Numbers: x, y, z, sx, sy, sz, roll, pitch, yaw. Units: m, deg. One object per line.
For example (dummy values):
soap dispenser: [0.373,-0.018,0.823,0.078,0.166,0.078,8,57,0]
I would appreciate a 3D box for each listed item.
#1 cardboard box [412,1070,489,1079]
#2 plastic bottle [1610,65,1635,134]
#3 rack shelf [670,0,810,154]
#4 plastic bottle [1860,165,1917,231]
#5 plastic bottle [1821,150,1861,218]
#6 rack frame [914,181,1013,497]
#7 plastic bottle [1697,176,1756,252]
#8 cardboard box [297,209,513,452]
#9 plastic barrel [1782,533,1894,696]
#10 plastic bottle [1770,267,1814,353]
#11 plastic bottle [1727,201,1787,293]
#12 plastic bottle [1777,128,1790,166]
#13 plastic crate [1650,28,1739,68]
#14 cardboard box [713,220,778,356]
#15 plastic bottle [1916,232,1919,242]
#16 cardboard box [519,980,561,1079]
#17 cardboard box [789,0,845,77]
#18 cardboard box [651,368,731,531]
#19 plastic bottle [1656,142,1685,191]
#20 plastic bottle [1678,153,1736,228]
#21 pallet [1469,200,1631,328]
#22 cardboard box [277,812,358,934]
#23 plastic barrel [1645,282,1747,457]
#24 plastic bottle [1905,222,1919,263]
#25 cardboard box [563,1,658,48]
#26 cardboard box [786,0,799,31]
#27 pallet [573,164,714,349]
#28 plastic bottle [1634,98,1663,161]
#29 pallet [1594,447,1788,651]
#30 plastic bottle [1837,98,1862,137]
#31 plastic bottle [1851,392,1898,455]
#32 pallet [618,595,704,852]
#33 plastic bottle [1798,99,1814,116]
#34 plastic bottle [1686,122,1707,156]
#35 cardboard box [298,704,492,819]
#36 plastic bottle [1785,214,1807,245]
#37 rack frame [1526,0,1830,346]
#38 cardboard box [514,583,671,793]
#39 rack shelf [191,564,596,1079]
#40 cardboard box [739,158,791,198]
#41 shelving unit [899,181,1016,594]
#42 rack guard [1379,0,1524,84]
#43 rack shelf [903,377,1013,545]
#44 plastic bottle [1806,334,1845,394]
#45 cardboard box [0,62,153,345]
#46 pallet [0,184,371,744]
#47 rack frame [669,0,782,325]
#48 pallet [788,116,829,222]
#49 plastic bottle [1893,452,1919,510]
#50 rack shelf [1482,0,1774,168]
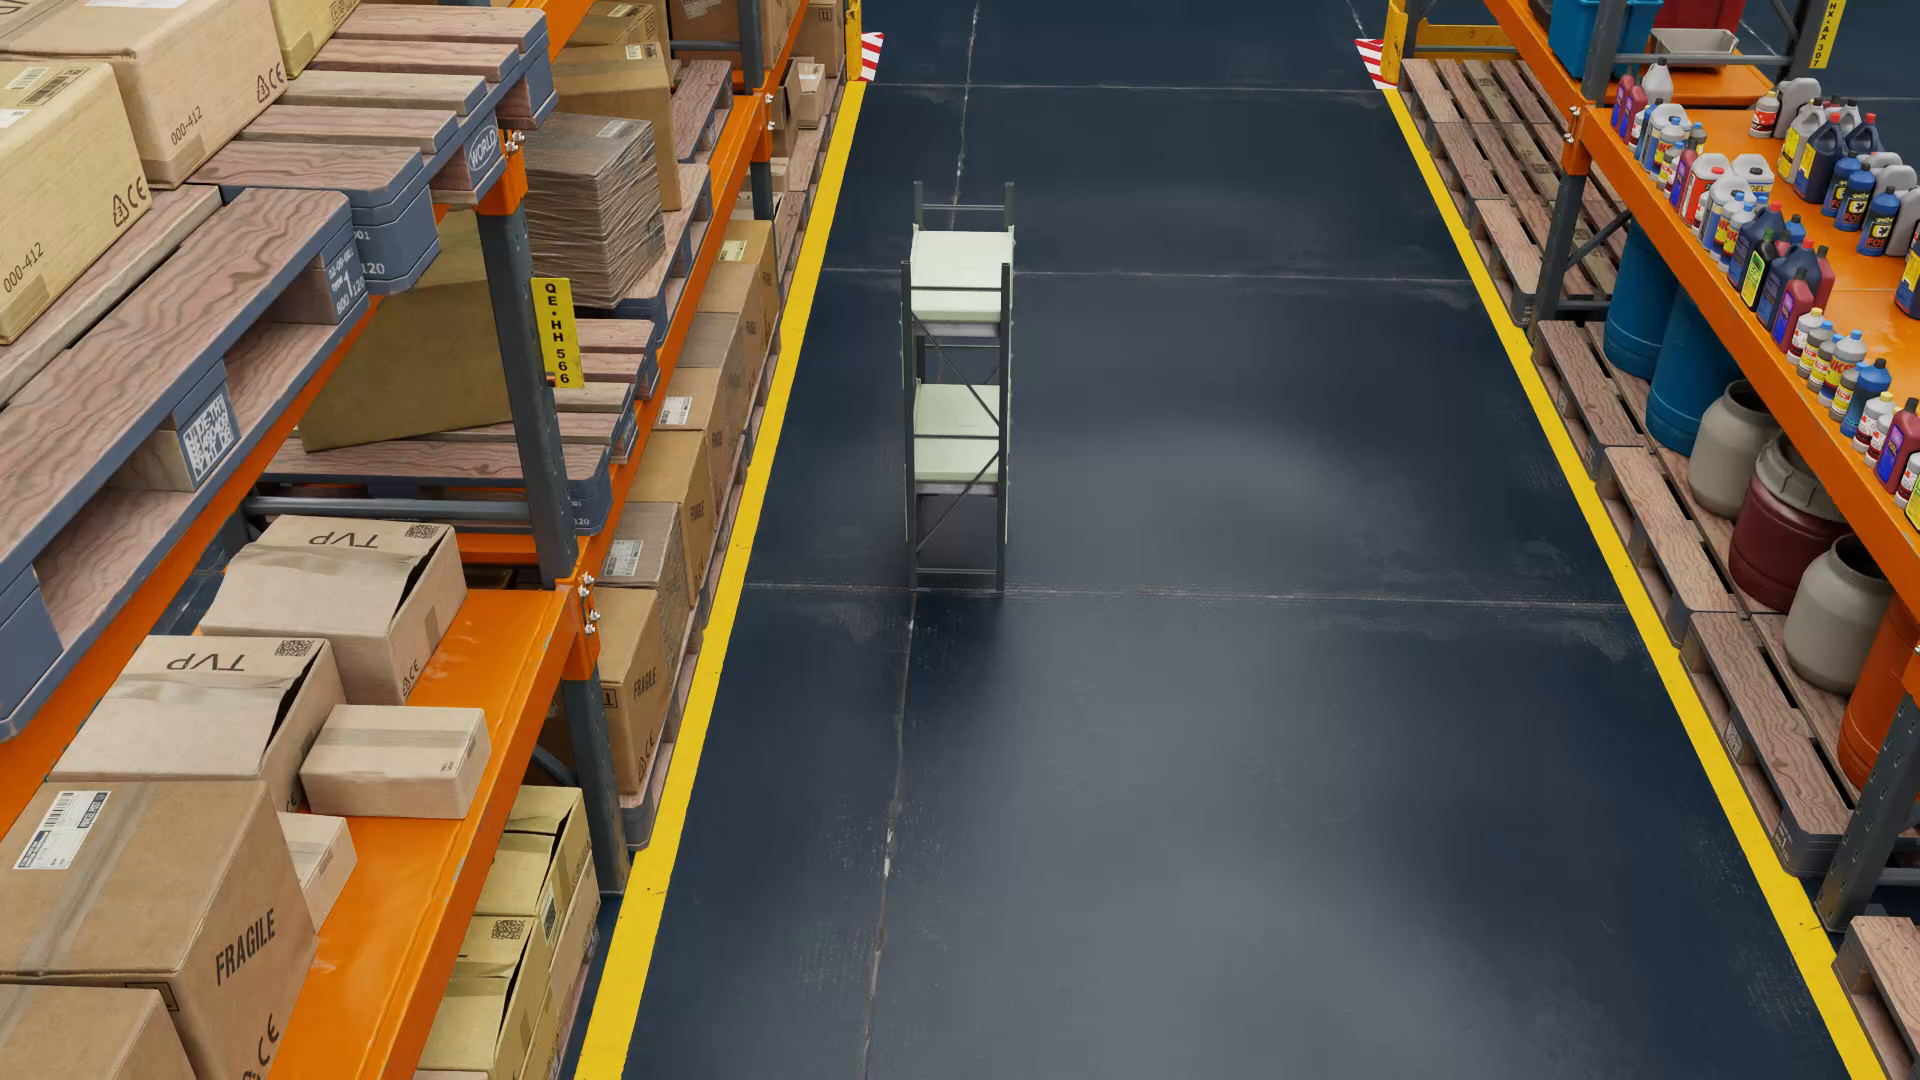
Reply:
cardboard box: [-1.433,1.536,3.994,0.500,0.311,0.500,1,35,2]
plastic bottle: [3.048,-2.016,7.611,0.061,0.283,0.133,1,35,2]
rack shelf: [-1.379,-3.236,9.871,1.077,0.370,4.000,1,35,2]
plastic bottle: [3.756,-1.403,6.745,0.152,0.276,0.135,1,35,2]
plastic bottle: [3.636,-1.471,6.846,0.097,0.271,0.097,0,35,0]
rack frame: [0.014,-0.820,7.112,0.400,1.500,0.023,1,35,2]
plastic bottle: [3.044,-1.291,6.587,0.152,0.276,0.135,1,35,2]
cardboard box: [-1.708,-0.660,5.128,0.700,0.500,0.500,-10,36,-14]
plastic barrel: [3.265,0.272,6.053,0.421,0.512,0.421,0,35,0]
plastic bottle: [2.965,-0.818,5.906,0.061,0.283,0.133,1,35,2]
plastic bottle: [3.025,-1.119,6.276,0.144,0.351,0.185,1,35,2]
plastic bottle: [3.656,-1.732,7.278,0.097,0.201,0.097,0,35,0]
plastic crate: [3.651,-2.445,8.298,0.396,0.136,0.243,1,35,2]
cardboard box: [-1.193,-1.248,8.209,0.500,0.500,0.500,1,35,2]
plastic bottle: [3.703,-1.125,6.354,0.097,0.271,0.097,0,35,0]
cardboard box: [-1.415,1.474,4.570,0.500,0.250,0.500,1,35,1]
cardboard box: [-1.075,-3.519,11.439,0.500,0.500,0.500,1,35,2]
cardboard box: [-1.260,-0.384,6.979,0.500,0.500,0.500,0,35,0]
plastic bottle: [3.040,-1.594,7.082,0.097,0.201,0.097,0,35,0]
plastic bottle: [3.053,-1.425,6.776,0.152,0.276,0.135,1,35,2]
pallet: [3.480,-1.547,9.268,1.003,0.211,1.213,1,35,2]
cardboard box: [-1.615,0.754,3.787,0.380,0.149,0.250,4,35,5]
plastic barrel: [3.422,-0.859,7.323,0.600,0.901,0.708,1,35,2]
plastic bottle: [3.770,-1.172,6.482,0.097,0.201,0.097,0,35,0]
cardboard box: [-1.667,-1.930,6.936,0.700,0.500,0.500,7,36,9]
cardboard box: [-1.150,-3.003,8.827,0.500,0.500,0.500,2,35,3]
pallet: [-1.547,-1.122,6.405,1.003,0.211,1.213,1,35,2]
plastic bottle: [3.053,-1.812,7.331,0.097,0.271,0.097,0,35,0]
pallet: [3.370,0.021,7.036,1.003,0.211,1.213,1,35,2]
plastic bottle: [3.779,-1.709,7.116,0.144,0.351,0.185,1,35,2]
plastic bottle: [2.955,-0.382,5.357,0.097,0.201,0.097,0,35,0]
pallet: [-1.553,0.630,6.170,1.003,0.211,1.213,1,35,2]
plastic bottle: [3.819,-1.882,7.492,0.097,0.201,0.097,0,35,0]
plastic bottle: [3.201,-1.724,7.267,0.097,0.201,0.097,0,35,0]
cardboard box: [-1.381,0.543,4.087,0.380,0.149,0.250,1,35,2]
plastic bottle: [3.148,-1.108,6.330,0.097,0.271,0.097,0,35,0]
rack frame: [3.489,-2.265,7.864,1.000,3.000,0.127,1,35,2]
cardboard box: [-1.317,0.505,5.714,0.500,0.500,0.500,3,35,4]
rack shelf: [-1.701,1.360,3.331,1.077,0.370,4.000,1,35,2]
cardboard box: [-1.202,-2.135,9.761,0.380,0.166,0.250,1,35,2]
shelving unit: [0.000,-0.610,6.813,0.431,1.500,0.755,1,35,2]
rack guard: [3.638,-3.554,11.872,1.175,0.500,0.348,1,35,2]
rack shelf: [0.000,-0.343,7.001,0.431,0.370,0.720,1,35,2]
plastic bottle: [2.970,-0.606,5.676,0.097,0.201,0.097,0,35,0]
cardboard box: [-1.620,-0.529,2.550,0.500,0.250,0.500,1,35,1]
pallet: [-1.600,-0.198,2.479,1.003,0.211,1.213,3,35,4]
rack frame: [-1.460,-2.381,8.029,1.000,3.000,0.127,1,35,2]
pallet: [-1.385,-2.337,10.393,1.003,0.211,1.213,1,35,2]
plastic bottle: [2.942,-0.193,5.089,0.097,0.201,0.097,0,35,0]
rack shelf: [3.570,-3.119,9.705,1.077,0.370,4.000,1,35,2]
